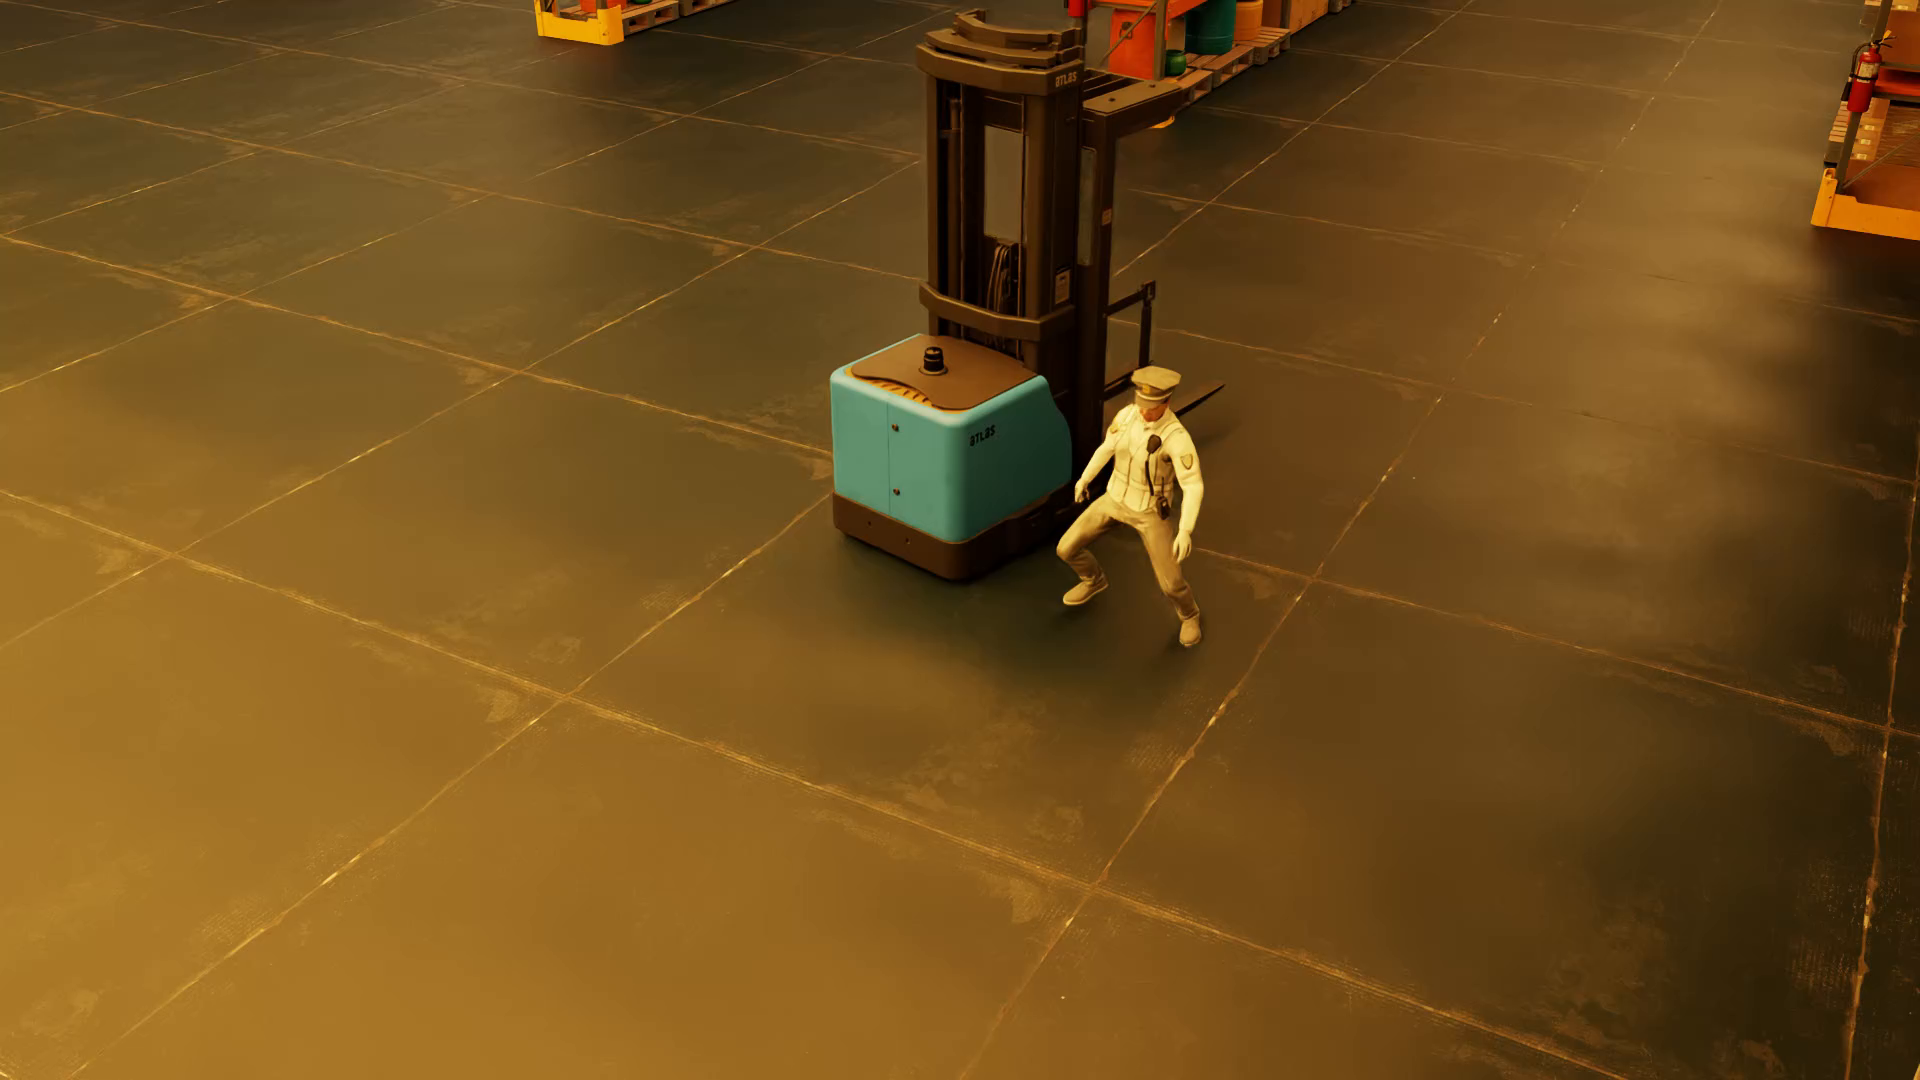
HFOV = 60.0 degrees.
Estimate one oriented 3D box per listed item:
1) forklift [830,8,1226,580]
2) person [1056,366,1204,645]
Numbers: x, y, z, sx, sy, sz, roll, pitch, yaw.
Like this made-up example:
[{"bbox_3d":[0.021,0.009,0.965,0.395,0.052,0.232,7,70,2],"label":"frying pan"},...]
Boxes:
[{"bbox_3d":[0.584,-1.701,10.018,1.130,2.935,3.031,24,37,35],"label":"forklift"},{"bbox_3d":[0.956,-0.181,8.800,0.612,1.556,0.869,-26,39,-38],"label":"person"}]
